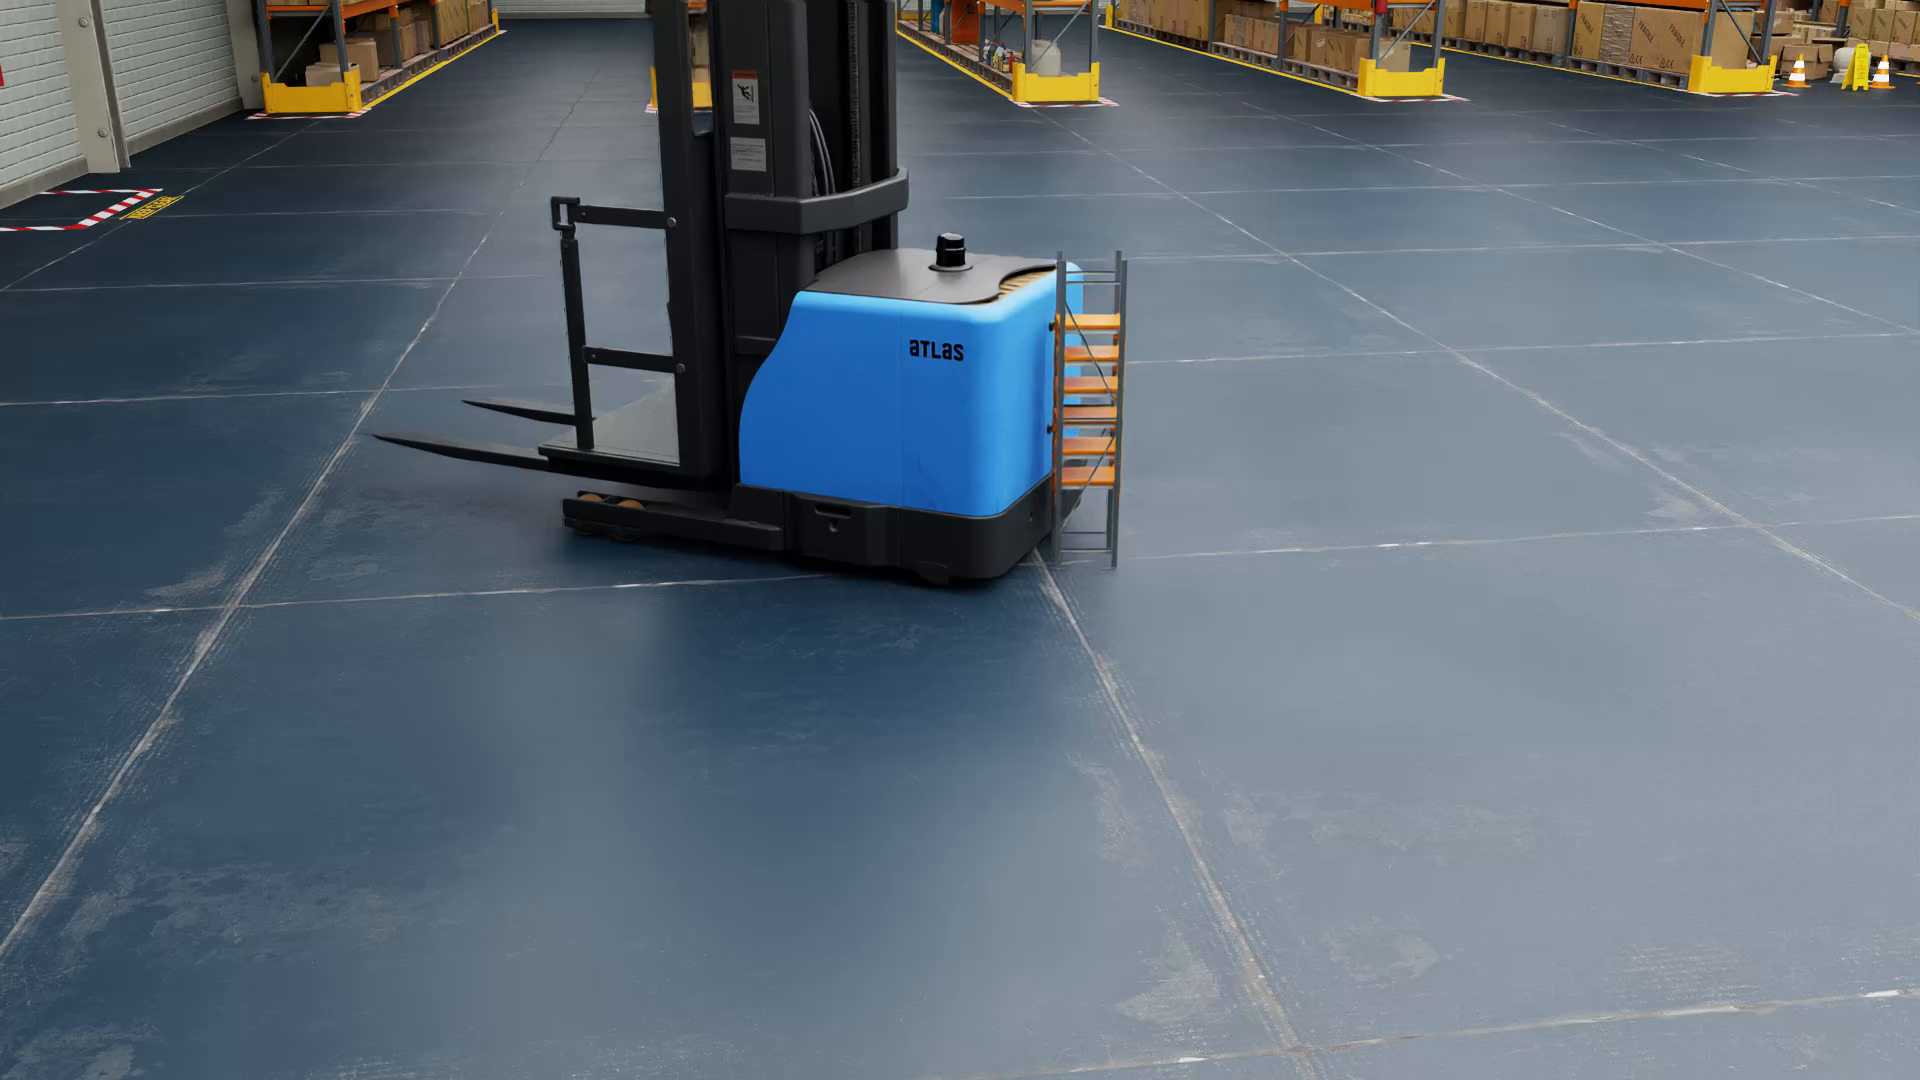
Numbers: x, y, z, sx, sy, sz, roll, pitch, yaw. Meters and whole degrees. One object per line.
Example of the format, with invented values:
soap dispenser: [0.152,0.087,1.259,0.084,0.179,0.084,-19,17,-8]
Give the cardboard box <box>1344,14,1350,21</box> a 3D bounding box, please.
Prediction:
cardboard box: [8.825,-11.713,37.264,0.380,0.149,0.250,-4,21,-10]

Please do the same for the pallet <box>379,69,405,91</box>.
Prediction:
pallet: [-8.870,-6.833,24.709,1.003,0.211,1.213,-3,21,-8]

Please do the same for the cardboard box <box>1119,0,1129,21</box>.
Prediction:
cardboard box: [4.145,-12.258,37.686,0.875,0.875,0.875,-3,21,-8]

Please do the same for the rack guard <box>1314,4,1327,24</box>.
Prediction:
rack guard: [8.907,-12.292,38.913,1.175,0.500,0.348,-3,21,-8]

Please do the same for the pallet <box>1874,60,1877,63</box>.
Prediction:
pallet: [15.396,-8.583,29.394,1.003,0.211,1.213,-3,21,-8]

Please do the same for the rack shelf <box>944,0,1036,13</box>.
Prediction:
rack shelf: [0.514,-9.225,28.157,1.077,0.370,4.000,-3,21,-8]

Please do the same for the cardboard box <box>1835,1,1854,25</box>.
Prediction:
cardboard box: [19.201,-11.304,35.667,0.500,0.500,0.500,-3,21,-8]

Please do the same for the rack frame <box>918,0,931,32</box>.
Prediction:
rack frame: [-0.351,-11.640,33.593,1.000,3.000,0.127,-3,21,-8]

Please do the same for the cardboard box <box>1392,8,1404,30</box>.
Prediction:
cardboard box: [9.317,-10.861,34.481,0.500,0.500,0.500,-2,21,-6]

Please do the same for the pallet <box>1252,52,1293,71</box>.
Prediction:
pallet: [5.589,-8.083,28.055,1.003,0.211,1.213,-3,21,-8]

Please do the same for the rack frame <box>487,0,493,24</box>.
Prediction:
rack frame: [-10.732,-12.525,35.963,1.000,3.000,0.127,-3,21,-8]

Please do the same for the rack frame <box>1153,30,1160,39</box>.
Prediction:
rack frame: [4.550,-11.889,34.262,1.000,3.000,0.127,-3,21,-8]

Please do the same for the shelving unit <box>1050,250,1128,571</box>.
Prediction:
shelving unit: [0.481,-0.478,6.281,0.258,1.200,0.189,-1,20,-1]

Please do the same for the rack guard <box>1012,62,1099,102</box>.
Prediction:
rack guard: [1.321,-6.338,22.970,1.175,0.500,0.348,-3,21,-8]

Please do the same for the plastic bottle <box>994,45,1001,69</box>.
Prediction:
plastic bottle: [0.596,-7.322,25.190,0.144,0.351,0.185,-3,21,-8]

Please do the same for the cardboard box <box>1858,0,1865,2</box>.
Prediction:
cardboard box: [19.273,-11.470,35.184,0.380,0.149,0.250,-3,21,-8]

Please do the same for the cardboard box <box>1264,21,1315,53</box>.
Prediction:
cardboard box: [5.586,-8.534,28.223,0.700,0.500,0.500,-3,21,-8]

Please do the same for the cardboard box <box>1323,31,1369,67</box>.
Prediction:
cardboard box: [5.978,-7.596,25.739,0.500,0.500,0.500,-5,21,-13]

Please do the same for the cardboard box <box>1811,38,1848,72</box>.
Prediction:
cardboard box: [14.318,-8.010,27.444,0.500,0.500,0.500,12,24,29]

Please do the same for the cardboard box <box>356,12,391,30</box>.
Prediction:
cardboard box: [-9.191,-8.163,26.156,0.500,0.250,0.500,-3,21,-9]

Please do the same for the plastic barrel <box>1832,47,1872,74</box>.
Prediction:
plastic barrel: [14.290,-7.666,26.637,0.512,0.421,0.421,12,24,30]

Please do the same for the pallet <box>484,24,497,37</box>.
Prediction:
pallet: [-10.539,-10.946,35.721,1.003,0.211,1.213,-3,21,-8]

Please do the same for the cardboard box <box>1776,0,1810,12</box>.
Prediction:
cardboard box: [18.920,-12.178,38.006,0.700,0.500,0.500,-4,21,-10]

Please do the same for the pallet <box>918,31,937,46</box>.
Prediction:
pallet: [-0.281,-10.064,33.360,1.003,0.211,1.213,-3,21,-8]

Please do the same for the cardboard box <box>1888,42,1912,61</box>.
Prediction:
cardboard box: [15.495,-7.942,27.024,0.500,0.250,0.500,-3,21,-8]

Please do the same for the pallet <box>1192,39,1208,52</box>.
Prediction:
pallet: [5.087,-9.475,31.783,1.003,0.211,1.213,-3,21,-8]

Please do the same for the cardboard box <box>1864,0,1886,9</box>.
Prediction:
cardboard box: [15.286,-8.919,27.640,0.380,0.149,0.250,-3,21,-7]

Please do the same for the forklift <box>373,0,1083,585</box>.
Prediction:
forklift: [-1.062,-1.525,6.610,3.031,2.935,1.130,8,22,22]

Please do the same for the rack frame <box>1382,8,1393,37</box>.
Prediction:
rack frame: [9.473,-12.105,34.838,1.000,3.000,0.127,-3,21,-8]

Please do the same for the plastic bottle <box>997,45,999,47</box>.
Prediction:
plastic bottle: [0.593,-7.566,25.940,0.061,0.283,0.133,-3,21,-8]

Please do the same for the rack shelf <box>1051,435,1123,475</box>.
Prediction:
rack shelf: [0.481,-0.324,6.338,0.258,0.103,0.180,-1,20,-1]

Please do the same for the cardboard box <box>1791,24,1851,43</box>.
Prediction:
cardboard box: [15.324,-9.015,29.722,0.950,0.372,0.625,-2,21,-4]

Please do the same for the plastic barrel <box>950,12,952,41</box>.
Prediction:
plastic barrel: [-0.032,-9.645,31.209,0.421,0.512,0.421,0,20,0]

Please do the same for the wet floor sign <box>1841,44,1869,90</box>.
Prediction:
wet floor sign: [13.166,-6.937,24.366,0.267,0.644,0.232,-7,21,-17]

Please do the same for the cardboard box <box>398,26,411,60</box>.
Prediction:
cardboard box: [-9.282,-8.014,26.830,0.700,0.500,0.500,-3,21,-7]

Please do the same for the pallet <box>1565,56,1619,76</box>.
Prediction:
pallet: [10.658,-7.761,27.194,1.003,0.211,1.213,-3,21,-8]

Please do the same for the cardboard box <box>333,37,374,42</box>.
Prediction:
cardboard box: [-8.813,-7.048,24.243,0.500,0.500,0.500,-4,21,-12]

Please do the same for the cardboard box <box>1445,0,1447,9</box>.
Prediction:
cardboard box: [9.608,-10.495,32.428,0.500,0.250,0.500,-3,21,-7]

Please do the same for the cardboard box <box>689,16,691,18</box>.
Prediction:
cardboard box: [-4.343,-7.705,25.316,0.500,0.500,0.500,-3,21,-8]

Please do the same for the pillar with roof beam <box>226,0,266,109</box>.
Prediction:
pillar with roof beam: [-5.122,-10.211,21.195,9.100,9.000,0.400,-3,21,-8]

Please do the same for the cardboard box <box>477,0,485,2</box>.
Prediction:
cardboard box: [-10.295,-11.493,35.247,0.380,0.149,0.250,-2,21,-6]

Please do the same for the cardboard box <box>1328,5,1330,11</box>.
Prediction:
cardboard box: [8.717,-12.296,38.399,0.380,0.149,0.250,-2,21,-5]

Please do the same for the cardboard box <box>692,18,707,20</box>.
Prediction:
cardboard box: [-3.757,-7.558,24.923,0.500,0.500,0.500,-3,21,-8]

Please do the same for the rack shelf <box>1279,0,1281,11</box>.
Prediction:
rack shelf: [5.415,-9.475,28.826,1.077,0.370,4.000,-3,21,-8]

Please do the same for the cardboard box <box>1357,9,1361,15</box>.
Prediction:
cardboard box: [8.991,-11.656,36.686,0.380,0.149,0.250,-4,21,-10]

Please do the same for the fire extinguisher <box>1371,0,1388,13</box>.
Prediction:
fire extinguisher: [5.840,-7.636,22.983,0.296,0.674,0.183,-3,21,-8]

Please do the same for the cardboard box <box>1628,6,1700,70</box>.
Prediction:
cardboard box: [10.910,-7.687,25.447,0.875,0.875,0.875,-3,21,-9]

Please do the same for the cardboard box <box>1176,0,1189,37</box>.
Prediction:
cardboard box: [4.927,-10.255,32.322,1.225,0.875,0.875,-3,21,-8]

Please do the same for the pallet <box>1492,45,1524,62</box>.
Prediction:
pallet: [10.261,-8.715,29.748,1.003,0.211,1.213,-3,21,-8]
